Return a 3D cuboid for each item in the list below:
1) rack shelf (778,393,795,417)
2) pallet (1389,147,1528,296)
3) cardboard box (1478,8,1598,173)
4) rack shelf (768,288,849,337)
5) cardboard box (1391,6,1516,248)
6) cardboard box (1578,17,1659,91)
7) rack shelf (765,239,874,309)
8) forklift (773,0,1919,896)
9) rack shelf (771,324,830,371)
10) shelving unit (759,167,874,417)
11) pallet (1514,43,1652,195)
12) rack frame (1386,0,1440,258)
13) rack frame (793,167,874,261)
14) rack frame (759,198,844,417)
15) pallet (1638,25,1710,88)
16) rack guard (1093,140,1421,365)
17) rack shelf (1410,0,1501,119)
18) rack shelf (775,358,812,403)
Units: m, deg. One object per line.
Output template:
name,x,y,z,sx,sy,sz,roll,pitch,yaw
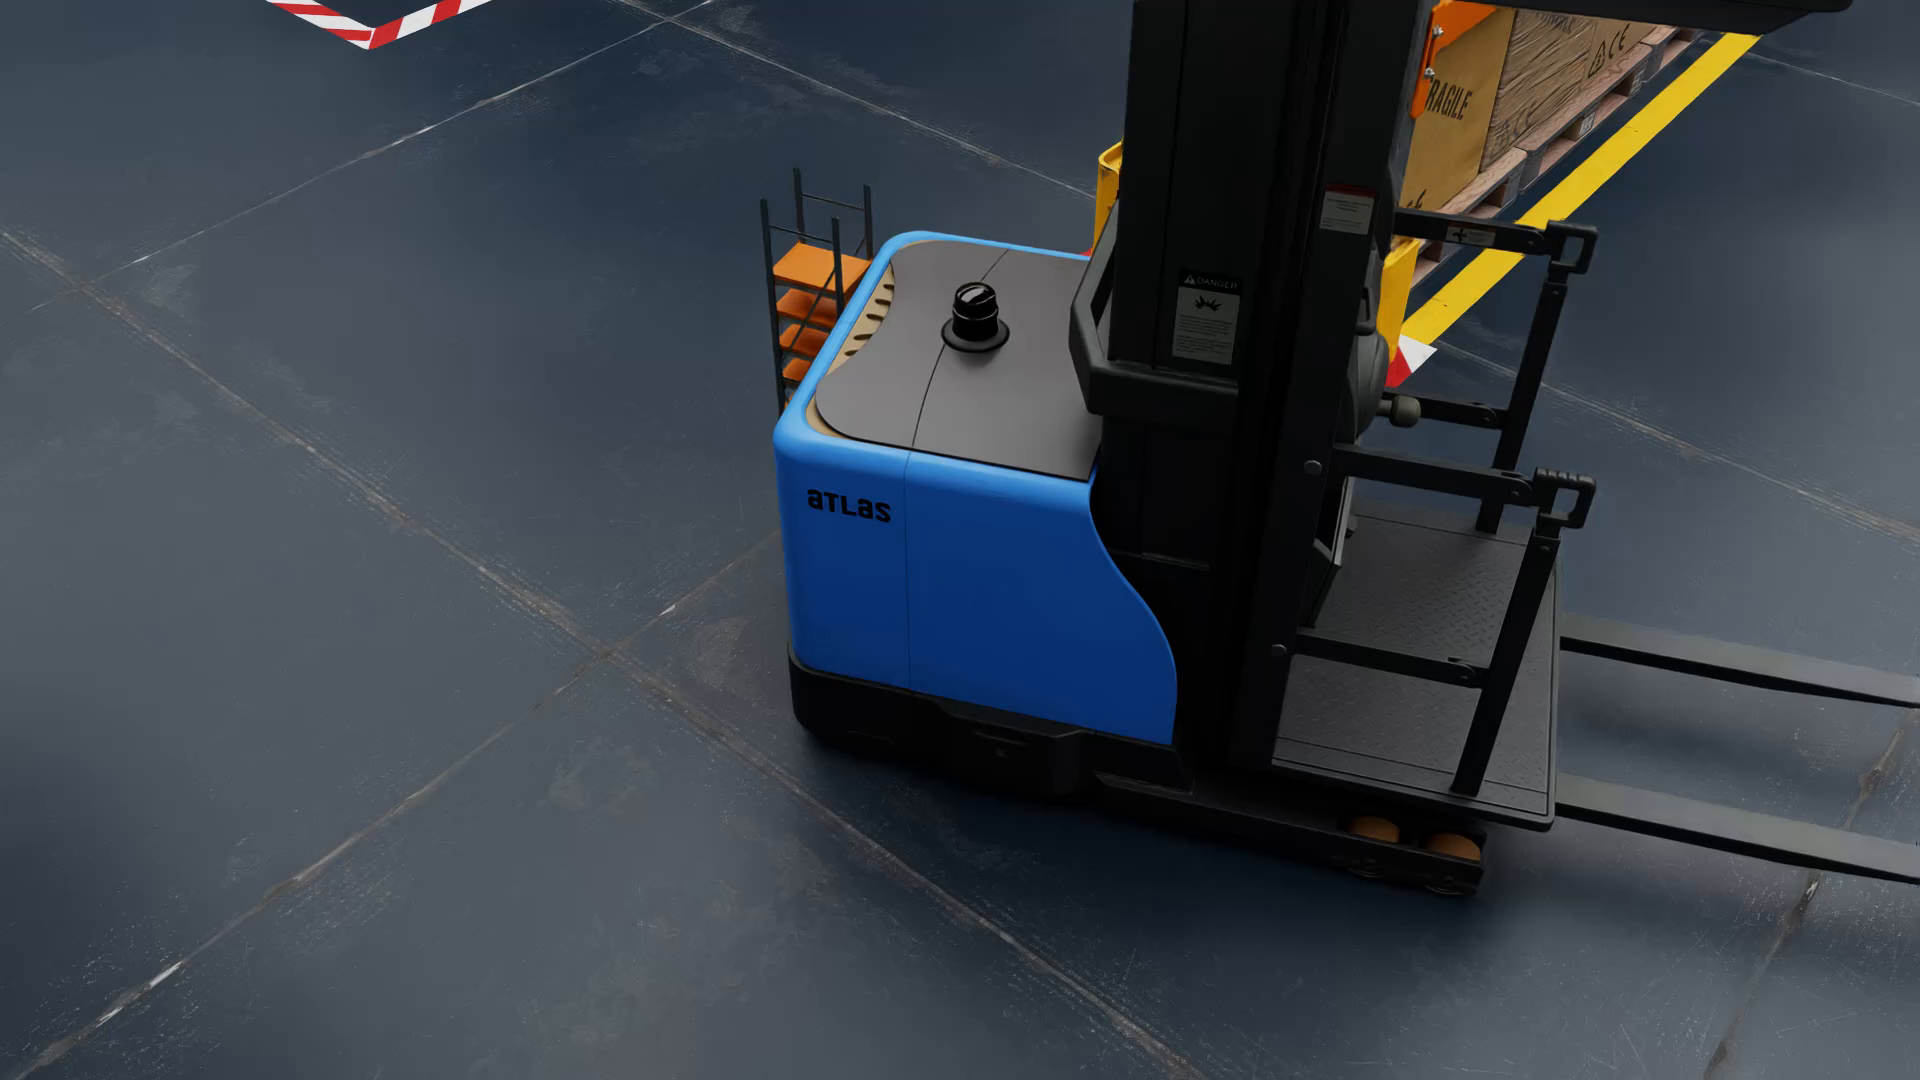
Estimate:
rack shelf,-0.391,-0.377,5.017,0.258,0.103,0.180,18,45,18
pallet,1.504,-1.375,6.605,1.003,0.211,1.213,29,50,28
cardboard box,1.986,-2.163,6.666,0.875,0.875,0.875,29,50,28
rack shelf,-0.391,-0.644,4.775,0.258,0.103,0.180,18,45,18
cardboard box,1.400,-1.694,6.151,0.875,0.875,0.875,29,50,28
cardboard box,2.559,-2.621,7.170,0.875,0.875,0.875,29,50,28
rack shelf,-0.391,-0.732,4.694,0.258,0.103,0.180,18,45,18
forklift,1.111,-0.578,3.707,3.031,2.935,1.130,11,43,12
rack shelf,-0.391,-0.555,4.856,0.258,0.103,0.180,18,45,18
shelving unit,-0.391,-0.499,4.907,0.258,1.200,0.189,18,45,18
pallet,2.290,-2.000,7.293,1.003,0.211,1.213,29,50,28
rack frame,1.050,-1.961,5.177,1.000,3.000,0.127,29,50,28
rack frame,-0.353,-0.555,4.968,0.240,1.200,0.006,18,45,18
rack frame,-0.430,-0.443,4.845,0.240,1.200,0.006,18,45,18
pallet,3.075,-2.631,7.987,1.003,0.211,1.213,29,50,28
rack guard,1.034,-1.024,6.004,1.175,0.500,0.348,29,50,28
rack shelf,2.337,-2.724,6.551,1.077,0.370,4.000,29,50,28
rack shelf,-0.391,-0.466,4.937,0.258,0.103,0.180,18,45,18
